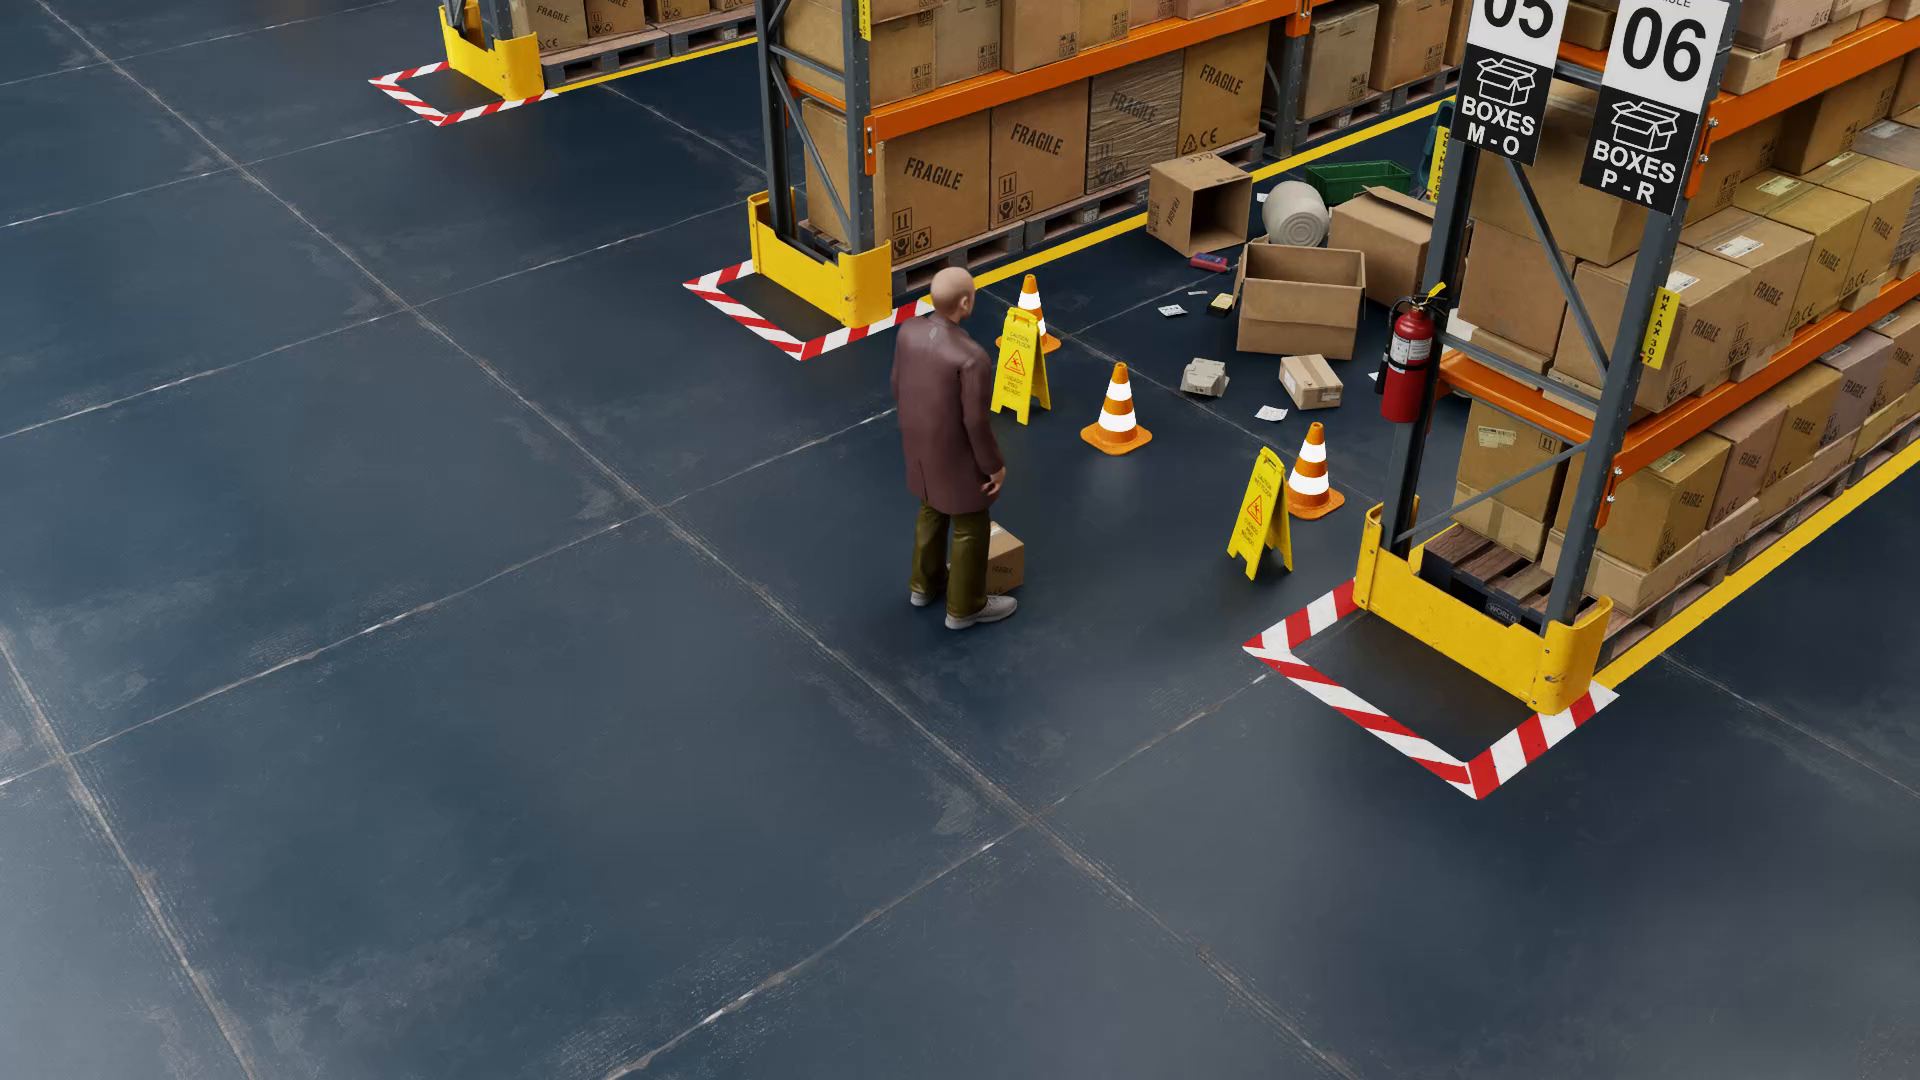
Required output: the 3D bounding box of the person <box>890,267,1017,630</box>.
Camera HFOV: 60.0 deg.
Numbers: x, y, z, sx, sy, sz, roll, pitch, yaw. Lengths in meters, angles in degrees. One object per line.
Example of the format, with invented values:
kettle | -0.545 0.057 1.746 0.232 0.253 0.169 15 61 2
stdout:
person | -0.054 -0.425 7.690 0.417 1.774 0.656 -28 44 -33
